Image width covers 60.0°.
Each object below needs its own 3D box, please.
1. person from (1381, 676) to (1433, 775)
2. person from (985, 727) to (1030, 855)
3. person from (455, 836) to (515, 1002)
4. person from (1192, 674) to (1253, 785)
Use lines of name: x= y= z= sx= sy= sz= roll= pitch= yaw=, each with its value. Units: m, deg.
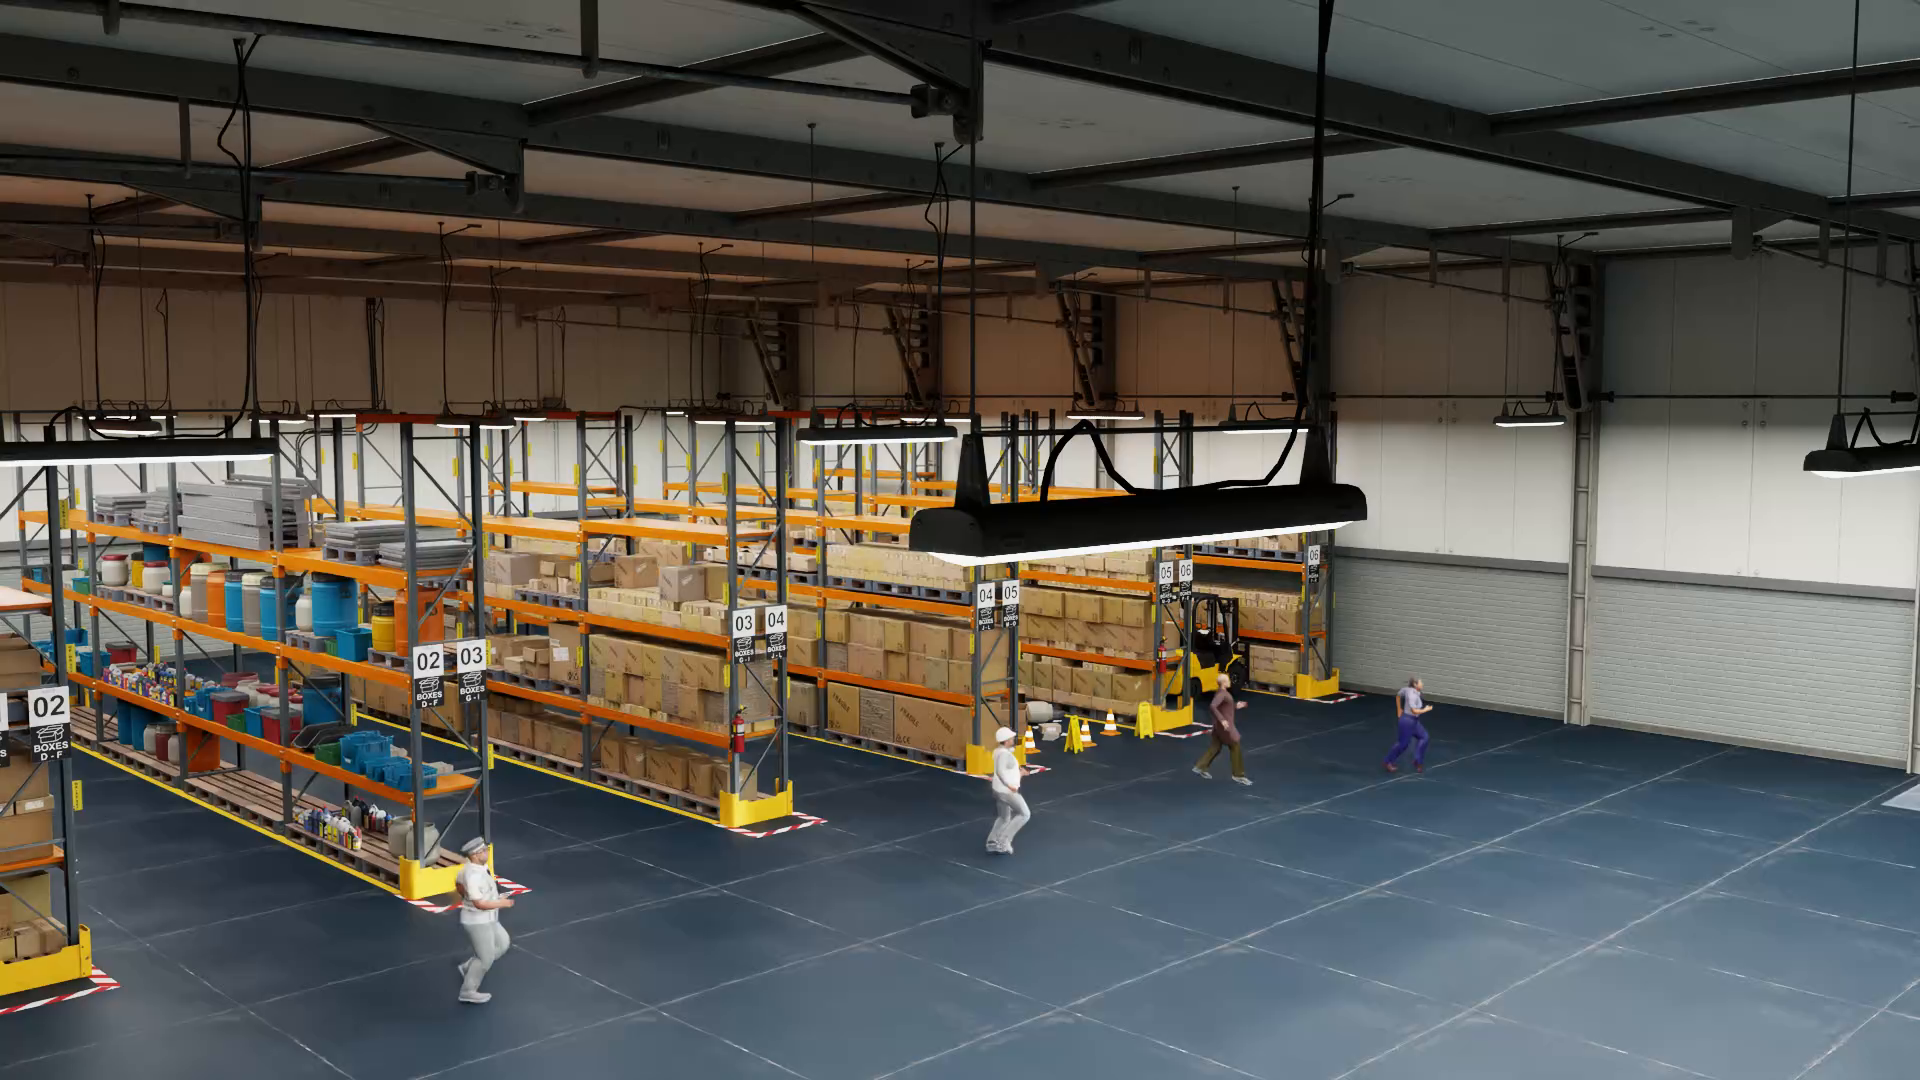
person: x=7.483 y=3.107 z=27.843 sx=0.821 sy=1.678 sz=0.627 roll=1 pitch=5 yaw=14
person: x=0.680 y=3.458 z=22.989 sx=0.675 sy=1.750 sz=0.634 roll=-2 pitch=5 yaw=-17
person: x=-4.966 y=3.948 z=17.395 sx=0.596 sy=1.743 sz=0.652 roll=-1 pitch=5 yaw=-17
person: x=4.296 y=3.076 z=27.039 sx=0.944 sy=1.811 sz=0.689 roll=0 pitch=5 yaw=-4
